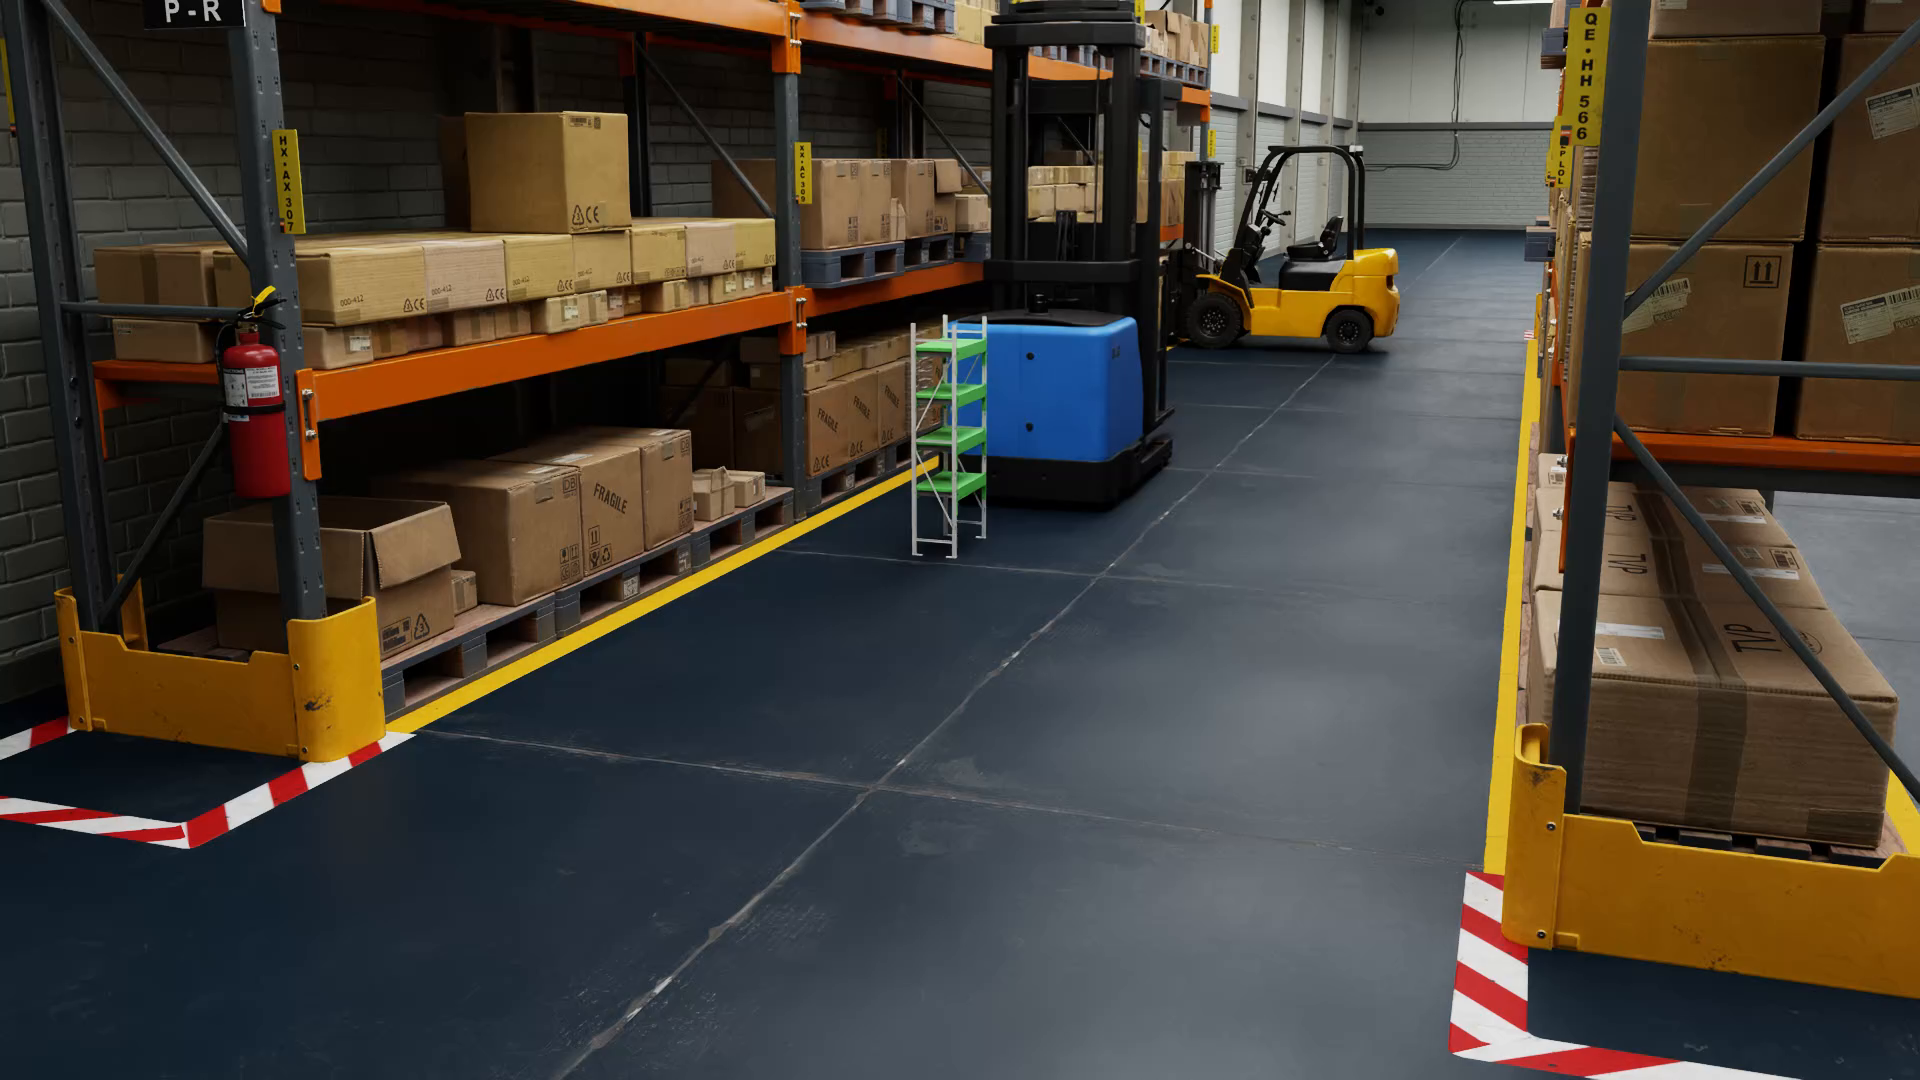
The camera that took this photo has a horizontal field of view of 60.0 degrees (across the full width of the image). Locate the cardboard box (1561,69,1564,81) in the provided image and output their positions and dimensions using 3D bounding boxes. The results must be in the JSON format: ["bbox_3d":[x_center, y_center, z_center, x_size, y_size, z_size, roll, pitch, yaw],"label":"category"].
[{"bbox_3d":[6.383,-4.795,17.079,0.380,0.149,0.250,5,14,19],"label":"cardboard box"}]

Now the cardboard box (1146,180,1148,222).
[{"bbox_3d":[1.763,-3.522,17.455,0.500,0.500,0.500,5,14,19],"label":"cardboard box"}]

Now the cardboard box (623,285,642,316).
[{"bbox_3d":[-1.713,-1.128,7.753,0.380,0.149,0.250,5,14,19],"label":"cardboard box"}]

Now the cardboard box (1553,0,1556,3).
[{"bbox_3d":[5.198,-4.569,13.796,0.500,0.250,0.500,4,13,17],"label":"cardboard box"}]

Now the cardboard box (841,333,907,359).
[{"bbox_3d":[-0.578,-1.301,11.162,0.380,0.149,0.250,4,14,19],"label":"cardboard box"}]

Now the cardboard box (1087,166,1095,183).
[{"bbox_3d":[1.021,-3.346,15.226,0.380,0.149,0.250,4,13,17],"label":"cardboard box"}]

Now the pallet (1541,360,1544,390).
[{"bbox_3d":[5.667,-1.408,14.683,1.003,0.211,1.213,4,14,18],"label":"pallet"}]

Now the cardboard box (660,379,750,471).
[{"bbox_3d":[-1.489,-0.715,10.051,0.500,0.500,0.500,4,14,18],"label":"cardboard box"}]

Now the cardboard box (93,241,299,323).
[{"bbox_3d":[-2.765,-0.949,6.075,0.500,0.250,0.500,5,14,20],"label":"cardboard box"}]

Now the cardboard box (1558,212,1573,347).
[{"bbox_3d":[2.596,-1.006,6.430,0.500,0.500,0.500,4,14,19],"label":"cardboard box"}]

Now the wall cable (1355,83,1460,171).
[{"bbox_3d":[13.347,-12.301,49.638,3.097,2.526,0.112,4,14,18],"label":"wall cable"}]

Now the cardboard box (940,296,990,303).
[{"bbox_3d":[0.345,-1.761,14.357,0.875,0.625,0.625,5,14,20],"label":"cardboard box"}]

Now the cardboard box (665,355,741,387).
[{"bbox_3d":[-1.522,-1.004,9.863,0.380,0.149,0.250,4,13,16],"label":"cardboard box"}]

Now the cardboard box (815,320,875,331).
[{"bbox_3d":[-0.830,-1.498,12.027,0.380,0.149,0.250,4,13,16],"label":"cardboard box"}]

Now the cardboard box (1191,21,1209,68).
[{"bbox_3d":[2.602,-5.784,19.455,0.500,0.500,0.500,5,14,20],"label":"cardboard box"}]

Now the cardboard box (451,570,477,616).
[{"bbox_3d":[-2.201,0.215,6.768,0.380,0.149,0.250,4,13,16],"label":"cardboard box"}]

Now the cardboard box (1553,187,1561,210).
[{"bbox_3d":[4.508,-2.604,11.817,0.500,0.500,0.500,4,13,17],"label":"cardboard box"}]

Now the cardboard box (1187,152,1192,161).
[{"bbox_3d":[2.488,-4.439,19.343,0.380,0.149,0.250,5,14,20],"label":"cardboard box"}]

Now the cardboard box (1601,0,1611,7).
[{"bbox_3d":[2.025,-1.463,4.727,0.380,0.149,0.250,4,14,18],"label":"cardboard box"}]

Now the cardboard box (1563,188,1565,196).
[{"bbox_3d":[3.733,-2.220,9.504,0.500,0.500,0.500,5,14,19],"label":"cardboard box"}]

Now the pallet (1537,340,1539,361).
[{"bbox_3d":[6.495,-1.974,17.161,1.003,0.211,1.213,4,14,18],"label":"pallet"}]

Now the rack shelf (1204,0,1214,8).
[{"bbox_3d":[1.867,-6.088,17.955,1.077,0.370,4.000,4,14,18],"label":"rack shelf"}]

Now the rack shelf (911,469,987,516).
[{"bbox_3d":[-0.054,-0.254,8.769,0.258,0.148,0.480,4,14,18],"label":"rack shelf"}]

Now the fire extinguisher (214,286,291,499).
[{"bbox_3d":[-2.273,-0.478,5.352,0.296,0.674,0.183,4,14,18],"label":"fire extinguisher"}]

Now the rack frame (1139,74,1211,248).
[{"bbox_3d":[2.514,-4.130,20.343,1.000,3.000,0.127,4,14,18],"label":"rack frame"}]

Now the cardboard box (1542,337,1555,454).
[{"bbox_3d":[3.454,-0.552,8.498,0.875,0.875,0.875,5,14,20],"label":"cardboard box"}]

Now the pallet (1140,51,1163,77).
[{"bbox_3d":[1.471,-4.889,17.125,1.003,0.211,1.213,4,14,18],"label":"pallet"}]

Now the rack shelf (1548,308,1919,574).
[{"bbox_3d":[2.682,-0.475,5.946,1.077,0.370,4.000,4,14,18],"label":"rack shelf"}]

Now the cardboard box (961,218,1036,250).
[{"bbox_3d":[0.301,-2.449,13.312,0.500,0.250,0.500,4,14,19],"label":"cardboard box"}]

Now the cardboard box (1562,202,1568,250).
[{"bbox_3d":[3.397,-1.634,8.619,0.500,0.250,0.500,5,14,20],"label":"cardboard box"}]

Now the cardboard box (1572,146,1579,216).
[{"bbox_3d":[2.435,-1.382,5.829,0.500,0.500,0.500,4,14,18],"label":"cardboard box"}]

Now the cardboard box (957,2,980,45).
[{"bbox_3d":[-0.172,-3.604,11.632,0.500,0.250,0.500,4,14,19],"label":"cardboard box"}]

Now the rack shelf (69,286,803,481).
[{"bbox_3d":[-2.016,-0.832,7.509,1.077,0.370,4.000,4,14,18],"label":"rack shelf"}]

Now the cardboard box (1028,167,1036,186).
[{"bbox_3d":[0.393,-2.913,13.328,0.380,0.149,0.250,5,14,20],"label":"cardboard box"}]

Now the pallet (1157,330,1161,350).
[{"bbox_3d":[1.517,-2.093,17.684,1.003,0.211,1.213,4,14,18],"label":"pallet"}]

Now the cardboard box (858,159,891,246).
[{"bbox_3d":[-0.833,-2.052,10.069,0.700,0.500,0.500,5,14,19],"label":"cardboard box"}]

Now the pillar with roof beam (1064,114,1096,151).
[{"bbox_3d":[5.510,-6.664,17.960,9.100,9.000,0.400,4,14,18],"label":"pillar with roof beam"}]

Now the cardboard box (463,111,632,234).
[{"bbox_3d":[-1.776,-1.591,7.201,0.500,0.500,0.500,5,14,20],"label":"cardboard box"}]

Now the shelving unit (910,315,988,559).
[{"bbox_3d":[-0.054,-0.550,8.702,0.258,1.200,0.503,4,14,18],"label":"shelving unit"}]

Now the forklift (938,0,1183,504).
[{"bbox_3d":[0.805,-1.923,10.827,1.130,2.935,3.031,4,13,17],"label":"forklift"}]

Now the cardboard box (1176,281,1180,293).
[{"bbox_3d":[2.168,-2.793,18.597,0.500,0.250,0.500,4,14,18],"label":"cardboard box"}]

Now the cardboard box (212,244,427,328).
[{"bbox_3d":[-2.261,-0.910,5.901,0.500,0.250,0.500,4,14,19],"label":"cardboard box"}]

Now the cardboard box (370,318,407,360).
[{"bbox_3d":[-2.258,-0.745,6.077,0.380,0.149,0.250,5,14,20],"label":"cardboard box"}]

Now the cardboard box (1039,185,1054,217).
[{"bbox_3d":[0.464,-2.798,13.718,0.500,0.250,0.500,5,14,20],"label":"cardboard box"}]

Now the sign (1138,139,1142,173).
[{"bbox_3d":[1.737,-3.777,16.371,0.100,0.325,0.005,4,14,18],"label":"sign"}]

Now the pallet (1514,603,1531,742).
[{"bbox_3d":[2.616,0.525,6.216,1.003,0.211,1.213,4,14,18],"label":"pallet"}]

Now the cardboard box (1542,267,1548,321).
[{"bbox_3d":[6.018,-2.413,16.367,0.500,0.500,0.500,5,14,19],"label":"cardboard box"}]

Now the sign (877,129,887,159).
[{"bbox_3d":[-0.600,-3.050,13.007,0.100,0.325,0.005,4,14,18],"label":"sign"}]

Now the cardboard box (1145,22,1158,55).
[{"bbox_3d":[1.720,-5.118,16.962,0.500,0.311,0.500,5,14,20],"label":"cardboard box"}]

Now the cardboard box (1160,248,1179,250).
[{"bbox_3d":[2.660,-3.363,19.968,0.500,0.250,0.500,5,14,20],"label":"cardboard box"}]
